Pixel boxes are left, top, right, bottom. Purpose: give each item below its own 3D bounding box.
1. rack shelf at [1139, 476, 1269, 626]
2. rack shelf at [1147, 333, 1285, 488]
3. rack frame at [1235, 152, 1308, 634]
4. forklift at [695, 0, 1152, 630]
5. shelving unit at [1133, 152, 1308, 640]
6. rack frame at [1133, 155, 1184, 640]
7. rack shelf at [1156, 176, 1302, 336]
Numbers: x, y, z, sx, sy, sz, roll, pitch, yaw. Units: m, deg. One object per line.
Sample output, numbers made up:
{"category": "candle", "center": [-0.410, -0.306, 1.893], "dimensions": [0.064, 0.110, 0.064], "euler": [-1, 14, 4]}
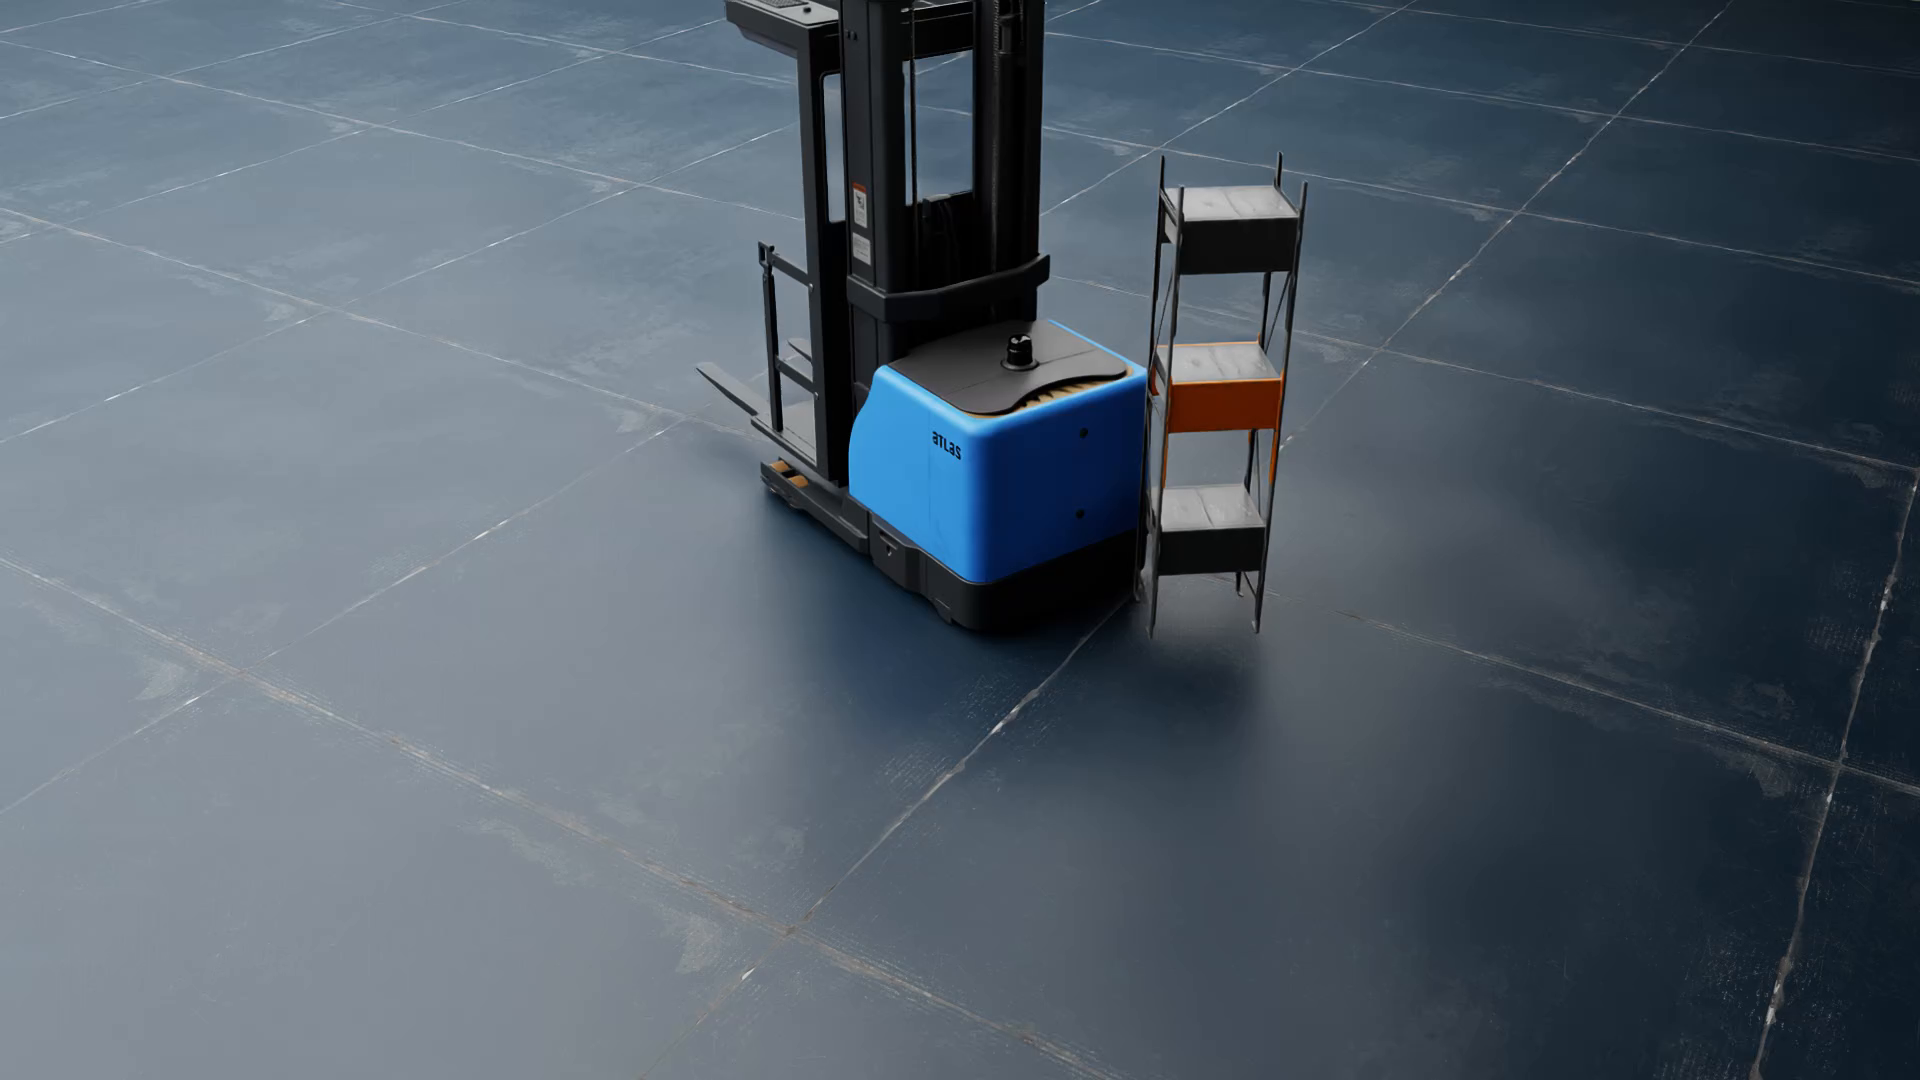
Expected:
{"category": "rack shelf", "center": [1.084, 0.046, 7.504], "dimensions": [0.480, 0.518, 0.431], "euler": [-3, 30, -5]}
{"category": "rack shelf", "center": [1.084, -0.559, 7.151], "dimensions": [0.480, 0.518, 0.431], "euler": [-3, 30, -5]}
{"category": "rack frame", "center": [1.326, -0.582, 7.164], "dimensions": [0.015, 2.100, 0.400], "euler": [-3, 30, -5]}
{"category": "forklift", "center": [-0.376, -1.555, 8.007], "dimensions": [1.130, 2.935, 3.031], "euler": [-20, 35, -30]}
{"category": "shelving unit", "center": [1.084, -0.571, 7.144], "dimensions": [0.503, 2.100, 0.431], "euler": [-3, 30, -5]}
{"category": "rack frame", "center": [0.841, -0.559, 7.124], "dimensions": [0.015, 2.100, 0.400], "euler": [-3, 30, -5]}
{"category": "rack shelf", "center": [1.083, -1.163, 6.798], "dimensions": [0.480, 0.518, 0.431], "euler": [-3, 30, -5]}
